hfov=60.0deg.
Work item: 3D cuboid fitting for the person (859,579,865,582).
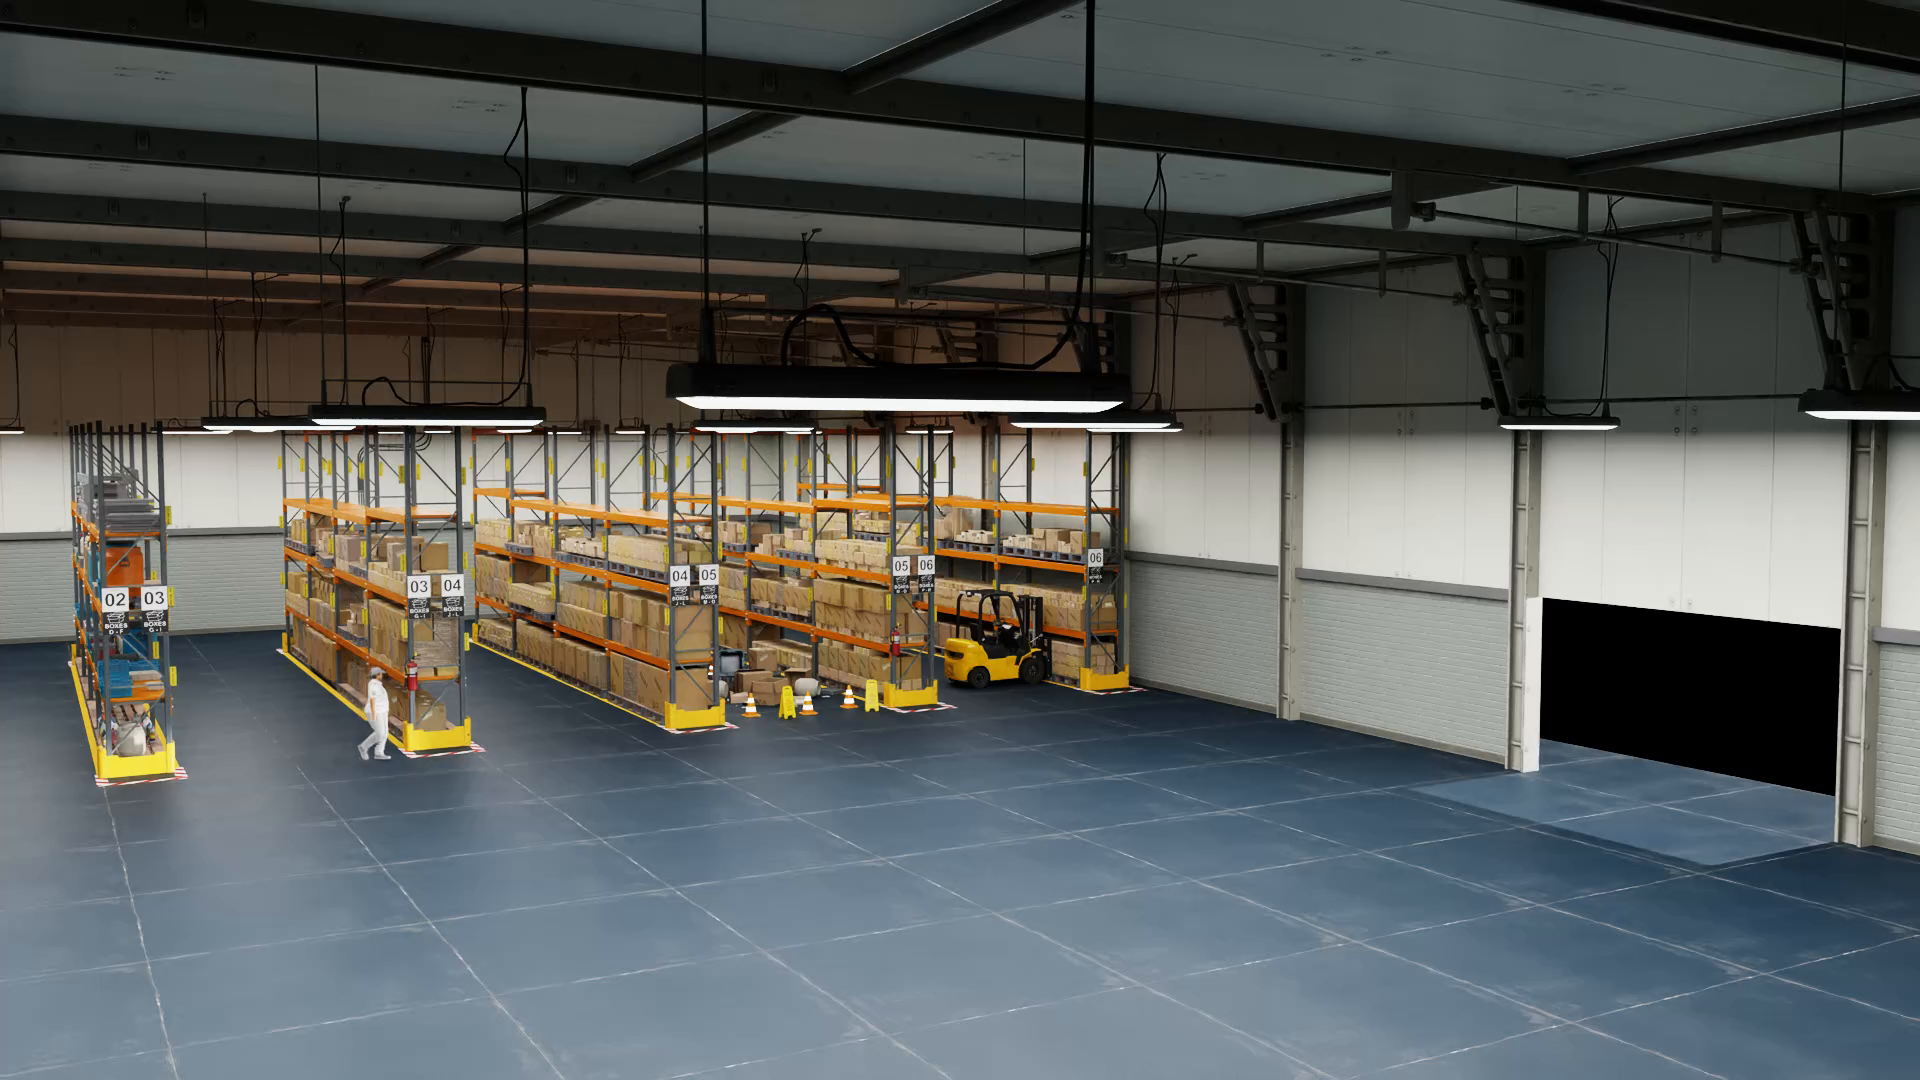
[{"bbox_3d":[-2.637,1.891,44.878,0.537,1.678,0.347,3,5,42],"label":"person"}]

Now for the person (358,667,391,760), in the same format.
[{"bbox_3d":[-10.341,3.064,29.384,0.500,1.655,0.508,0,4,7],"label":"person"}]
